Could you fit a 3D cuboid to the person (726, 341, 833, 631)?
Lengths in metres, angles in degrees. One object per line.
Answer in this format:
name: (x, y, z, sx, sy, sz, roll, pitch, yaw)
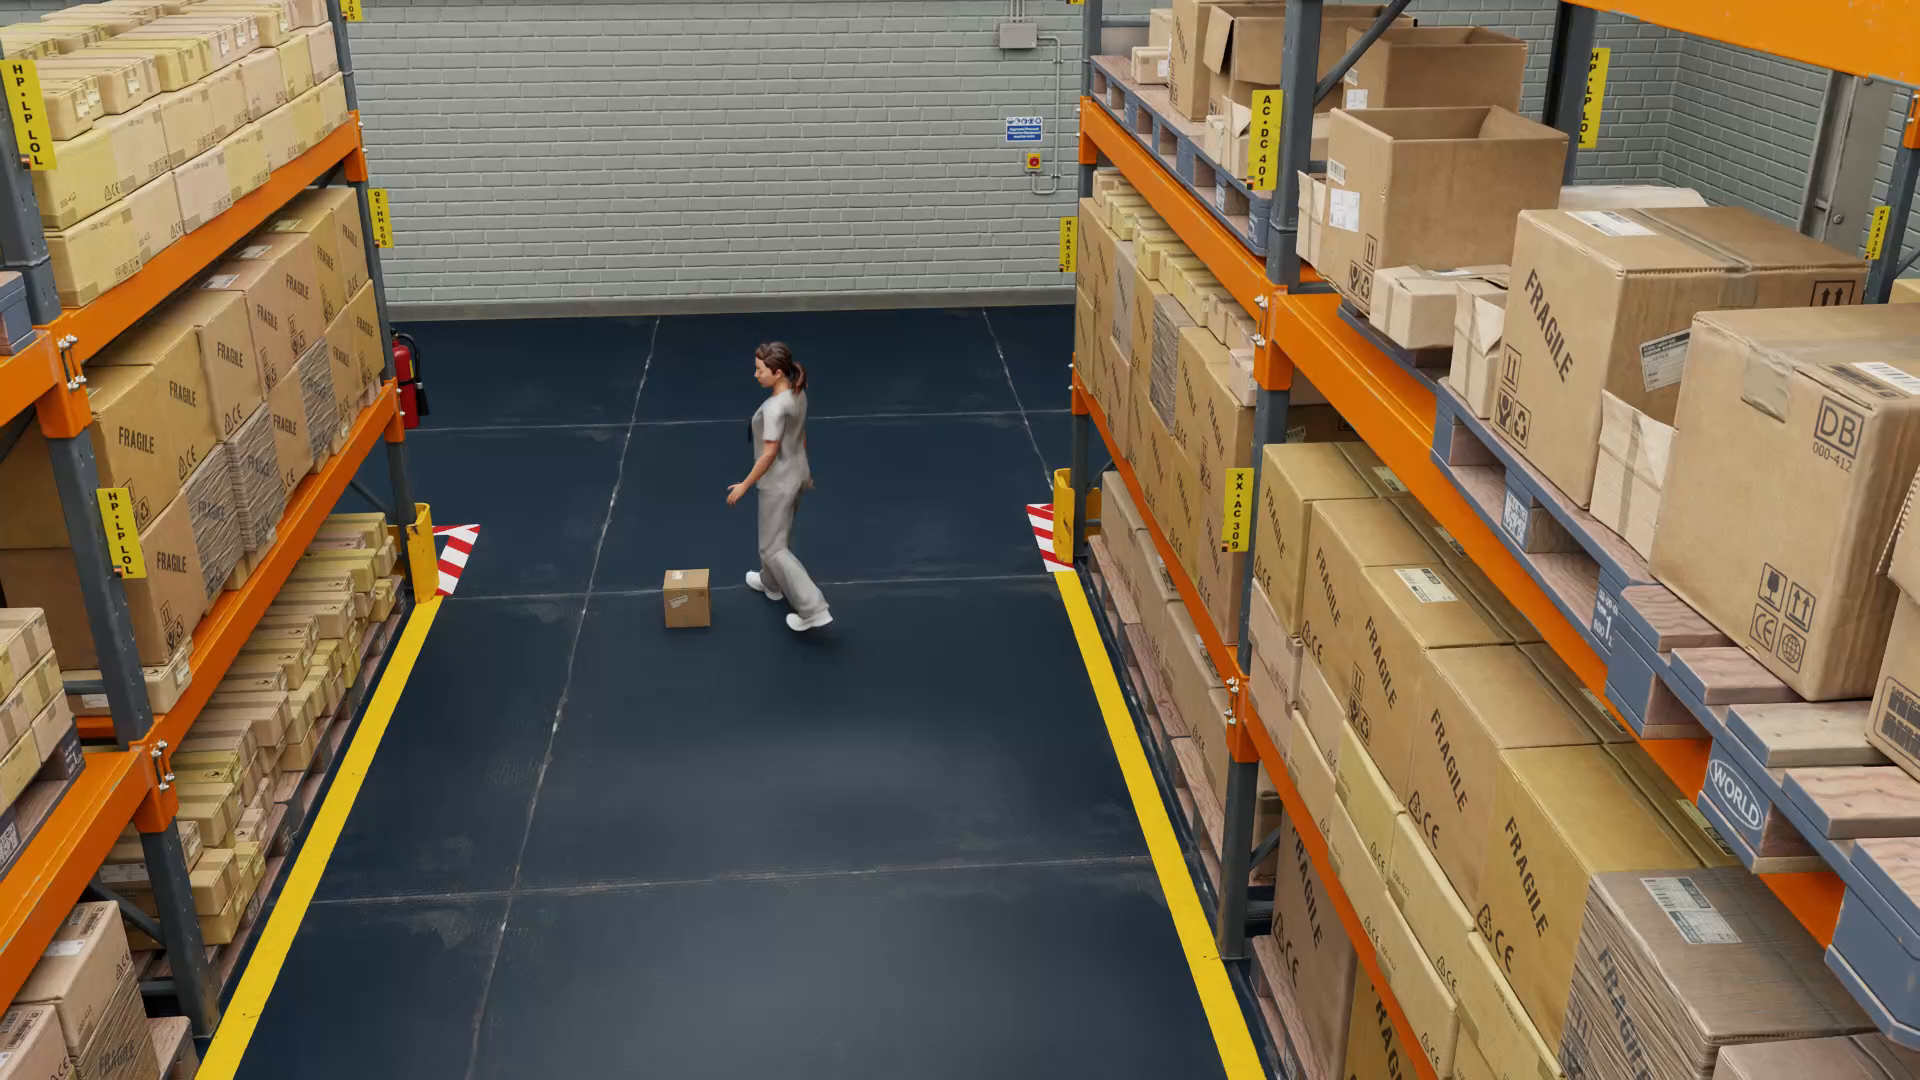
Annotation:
person: (-1.007, -0.326, 9.333, 0.808, 1.648, 0.623, 9, 26, 20)
